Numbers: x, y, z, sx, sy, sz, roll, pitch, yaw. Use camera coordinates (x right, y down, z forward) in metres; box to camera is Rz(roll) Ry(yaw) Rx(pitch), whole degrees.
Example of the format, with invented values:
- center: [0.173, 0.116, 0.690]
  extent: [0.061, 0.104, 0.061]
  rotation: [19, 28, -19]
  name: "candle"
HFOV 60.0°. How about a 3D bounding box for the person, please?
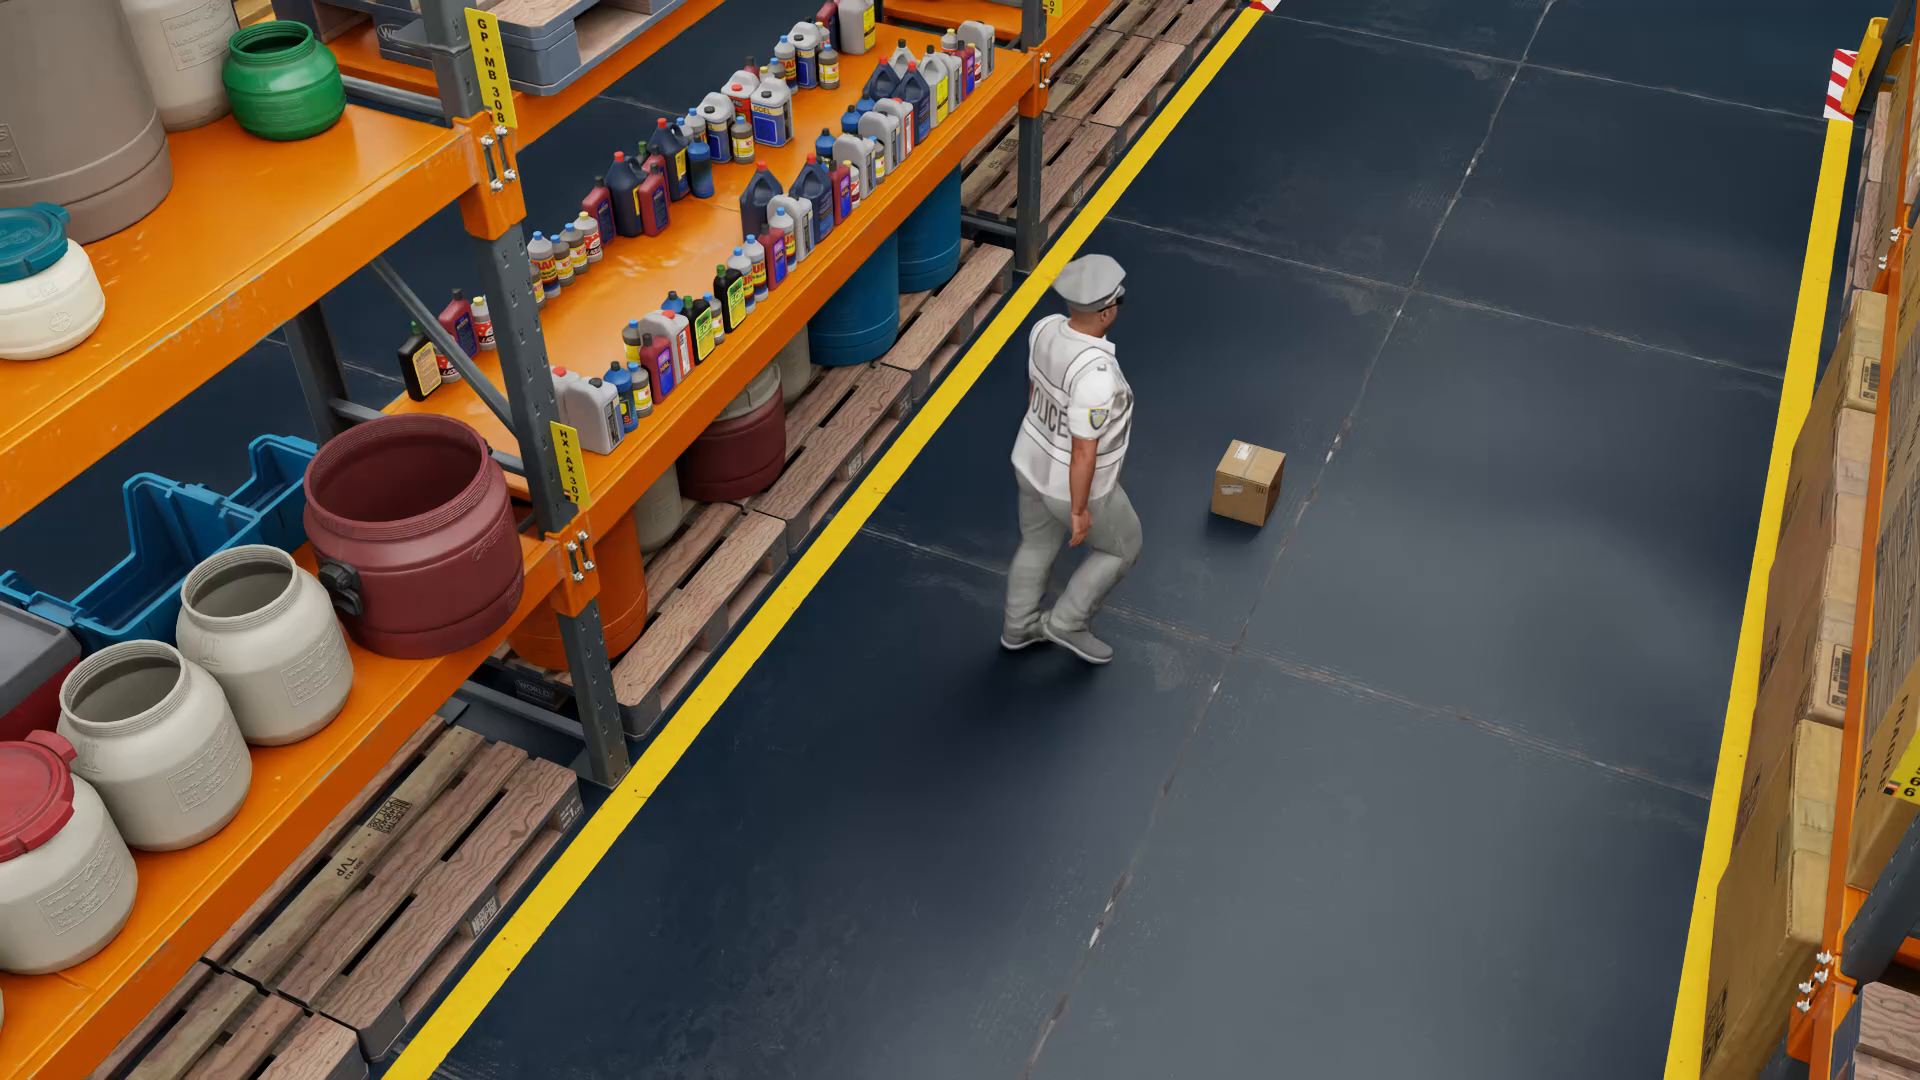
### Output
- center: [0.409, -0.269, 6.432]
  extent: [0.519, 1.757, 0.569]
  rotation: [-21, 46, -22]
  name: "person"
